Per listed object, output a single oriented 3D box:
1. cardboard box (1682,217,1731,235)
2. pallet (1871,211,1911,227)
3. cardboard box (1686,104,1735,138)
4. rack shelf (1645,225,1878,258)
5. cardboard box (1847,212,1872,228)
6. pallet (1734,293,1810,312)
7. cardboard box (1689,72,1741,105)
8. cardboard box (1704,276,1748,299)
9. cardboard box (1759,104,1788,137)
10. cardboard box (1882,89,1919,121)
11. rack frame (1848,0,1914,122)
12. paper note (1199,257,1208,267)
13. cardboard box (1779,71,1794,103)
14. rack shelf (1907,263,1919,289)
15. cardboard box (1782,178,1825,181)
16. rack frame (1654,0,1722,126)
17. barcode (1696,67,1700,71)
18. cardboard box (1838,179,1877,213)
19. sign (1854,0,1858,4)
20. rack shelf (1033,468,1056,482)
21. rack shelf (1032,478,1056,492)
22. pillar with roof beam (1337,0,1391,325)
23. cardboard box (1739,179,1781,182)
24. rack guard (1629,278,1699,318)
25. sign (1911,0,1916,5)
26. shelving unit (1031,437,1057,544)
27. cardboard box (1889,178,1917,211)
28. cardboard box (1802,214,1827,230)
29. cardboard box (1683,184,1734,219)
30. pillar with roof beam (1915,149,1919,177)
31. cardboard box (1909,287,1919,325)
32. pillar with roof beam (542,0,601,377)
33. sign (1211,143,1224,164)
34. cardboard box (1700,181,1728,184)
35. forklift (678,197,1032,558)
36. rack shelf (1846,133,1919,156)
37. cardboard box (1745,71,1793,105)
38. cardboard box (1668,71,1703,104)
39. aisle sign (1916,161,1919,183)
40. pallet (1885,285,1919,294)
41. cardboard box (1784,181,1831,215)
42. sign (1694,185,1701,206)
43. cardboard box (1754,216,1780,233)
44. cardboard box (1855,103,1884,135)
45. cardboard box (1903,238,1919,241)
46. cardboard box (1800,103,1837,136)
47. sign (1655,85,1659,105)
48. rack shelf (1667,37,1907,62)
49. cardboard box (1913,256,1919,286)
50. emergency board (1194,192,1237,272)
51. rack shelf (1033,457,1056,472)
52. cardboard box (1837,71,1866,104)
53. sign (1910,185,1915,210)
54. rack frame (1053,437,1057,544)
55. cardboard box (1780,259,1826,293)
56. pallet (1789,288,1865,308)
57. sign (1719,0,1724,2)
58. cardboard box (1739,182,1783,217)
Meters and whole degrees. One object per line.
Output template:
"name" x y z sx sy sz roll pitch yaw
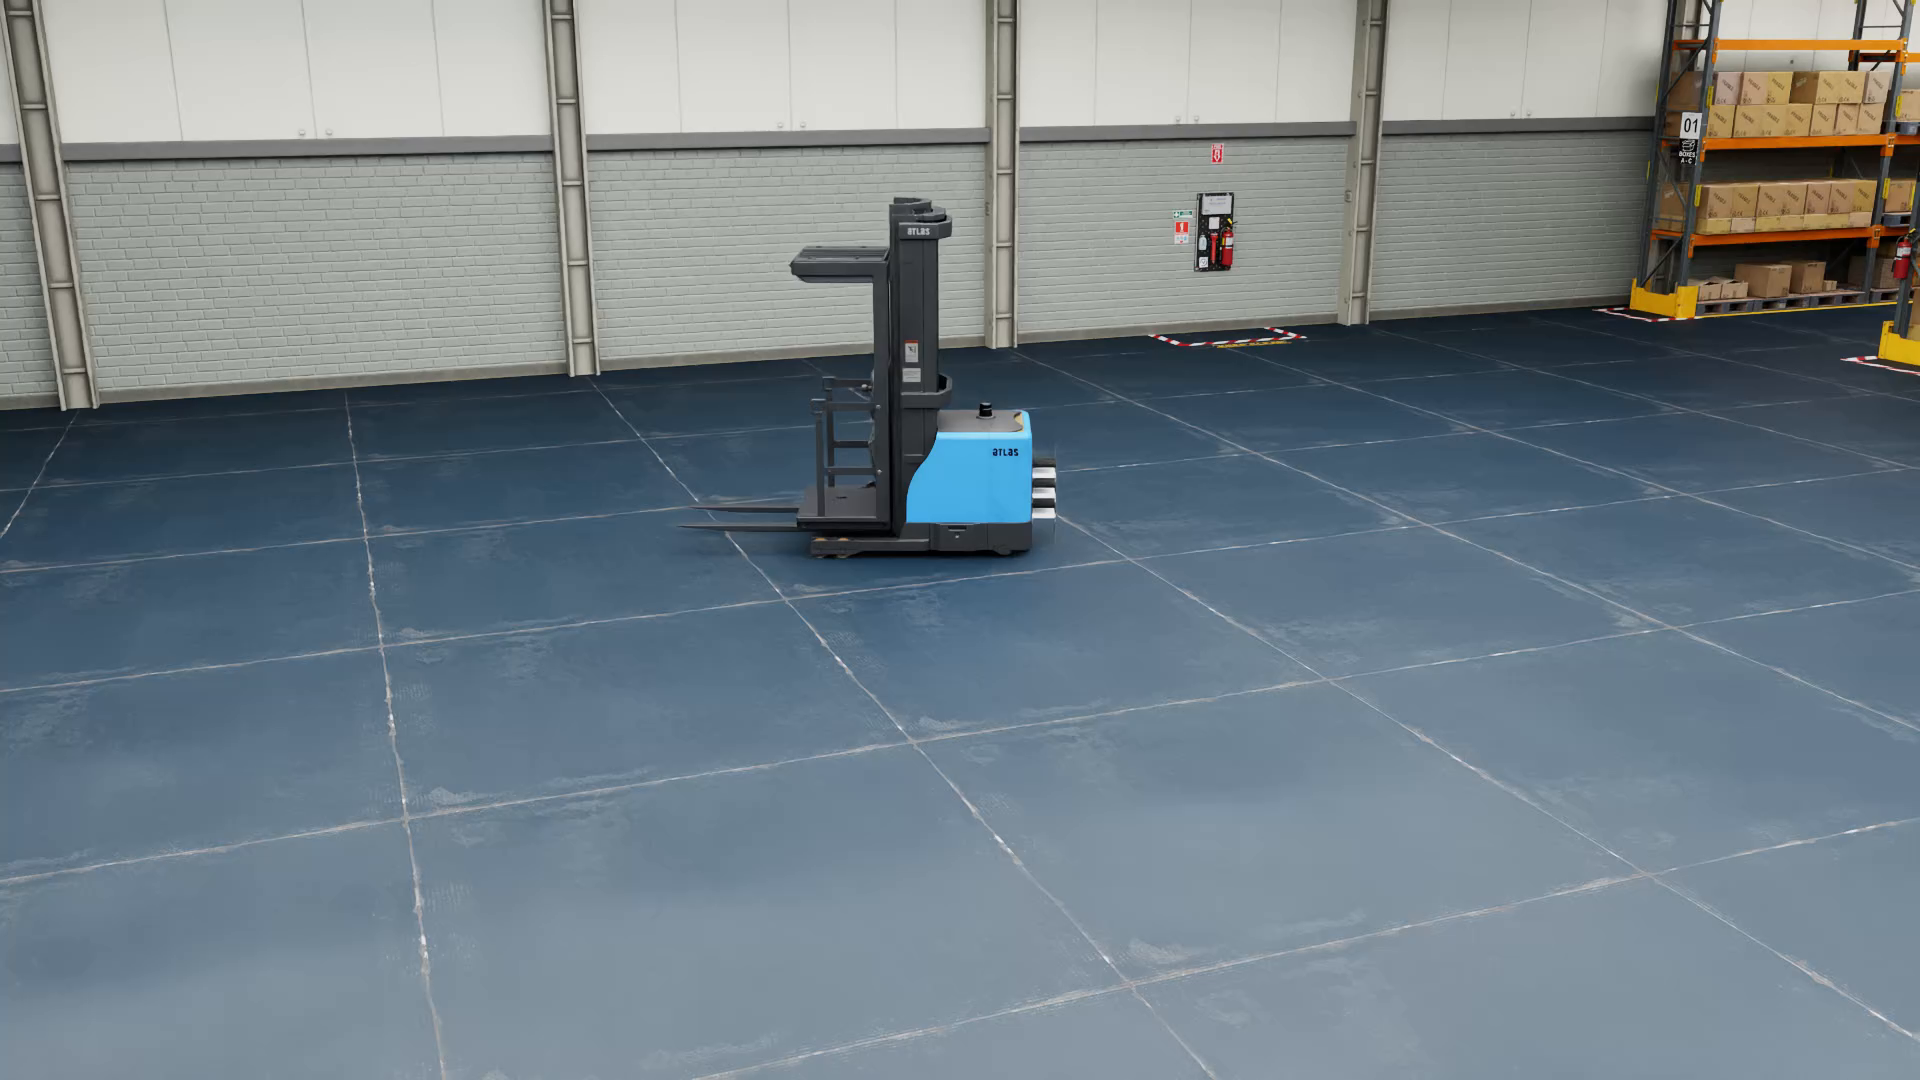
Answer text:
"cardboard box" 12.025 -5.071 26.774 0.500 0.250 0.500 -7 18 -22
"pallet" 15.956 -5.518 28.405 1.213 0.211 1.003 -6 17 -20
"cardboard box" 11.857 -6.633 26.324 0.500 0.500 0.500 -6 17 -19
"rack shelf" 13.323 -5.024 27.661 4.000 0.370 1.077 -6 17 -20
"cardboard box" 14.857 -5.381 27.830 0.500 0.250 0.500 -6 17 -20
"pallet" 13.435 -4.032 27.954 1.213 0.211 1.003 -6 17 -20
"cardboard box" 11.902 -7.119 26.207 0.500 0.500 0.500 -8 18 -24
"cardboard box" 12.666 -4.192 27.542 0.500 0.311 0.500 -5 17 -15
"cardboard box" 12.855 -6.731 26.658 0.500 0.500 0.500 -5 17 -18
"cardboard box" 15.730 -7.294 27.866 0.500 0.500 0.500 -4 17 -12
"rack frame" 15.191 -8.450 27.401 0.127 3.000 1.000 -6 17 -20
"paper note" 3.686 -4.200 25.139 0.142 0.148 0.016 -6 17 -20
"cardboard box" 13.211 -7.407 27.187 0.500 0.500 0.500 -6 17 -20
"rack shelf" 15.099 -3.721 23.224 4.000 0.370 1.077 -6 17 -20
"cardboard box" 14.193 -5.825 28.010 0.500 0.500 0.500 -6 17 -20
"rack frame" 11.455 -8.046 26.027 0.127 3.000 1.000 -6 17 -20
"barcode" 11.940 -7.626 26.902 0.075 0.075 0.001 -6 17 -20
"cardboard box" 14.860 -5.740 27.719 0.500 0.500 0.500 -6 17 -20
"sign" 14.987 -9.119 27.742 0.005 0.325 0.100 -6 17 -20
"rack shelf" 0.726 -0.569 14.417 0.200 0.077 0.258 0 16 1
"rack shelf" 0.726 -0.482 14.443 0.200 0.077 0.258 0 16 1
"pillar with roof beam" 7.737 -6.607 21.126 0.400 9.000 9.100 -6 17 -20
"cardboard box" 13.245 -5.721 27.656 0.500 0.500 0.500 -6 17 -19
"rack guard" 11.526 -3.976 27.251 0.348 0.500 1.175 -6 17 -20
"sign" 15.368 -8.791 26.765 0.005 0.325 0.100 -6 17 -20
"shelving unit" 0.726 -0.428 14.459 0.210 0.900 0.258 0 16 1
"cardboard box" 16.202 -5.927 28.499 0.500 0.500 0.700 -4 17 -14
"cardboard box" 13.924 -5.278 27.480 0.500 0.250 0.500 -6 17 -20
"cardboard box" 12.009 -5.434 26.680 0.500 0.500 0.500 -6 17 -20
"pillar with roof beam" 18.943 -7.817 25.246 0.400 9.000 9.100 -6 17 -20
"cardboard box" 13.626 -3.239 23.109 0.500 0.500 0.500 -6 17 -20
"pillar with roof beam" -3.468 -5.397 17.006 0.400 9.000 9.100 -6 17 -20
"sign" 3.832 -5.760 24.774 0.199 0.298 0.001 -6 17 -20
"cardboard box" 12.293 -5.617 27.302 0.500 0.500 0.500 -6 17 -19
"forklift" -0.897 -1.402 14.172 3.031 2.935 1.130 0 16 1
"rack shelf" 17.058 -6.867 28.611 4.000 0.370 1.077 -6 17 -20
"cardboard box" 12.863 -7.211 26.520 0.500 0.500 0.500 -6 17 -19
"cardboard box" 11.765 -7.257 26.674 0.500 0.500 0.500 -5 17 -18
"aisle sign" 13.065 -5.183 22.310 0.004 0.787 0.394 -6 17 -20
"pallet" 17.058 -4.436 29.330 1.213 0.211 1.003 -6 17 -20
"cardboard box" 13.922 -5.640 27.379 0.500 0.500 0.500 -7 18 -22
"sign" 11.650 -5.440 26.265 0.005 0.325 0.100 -6 17 -20
"cardboard box" 12.982 -5.177 27.135 0.500 0.250 0.500 -6 18 -21
"cardboard box" 14.805 -6.952 27.411 0.500 0.500 0.500 -6 17 -19
"cardboard box" 16.766 -5.120 29.034 0.500 0.250 0.500 -7 18 -22
"cardboard box" 13.827 -6.838 27.025 0.500 0.500 0.500 -7 18 -22
"sign" 11.276 -7.180 26.829 0.005 0.325 0.100 -6 17 -20
"rack shelf" 13.323 -7.901 26.816 4.000 0.370 1.077 -6 17 -20
"cardboard box" 16.337 -4.727 29.026 0.500 0.500 0.700 -7 18 -21
"emergency board" 3.876 -4.622 25.014 0.643 1.169 0.194 -6 17 -20
"rack shelf" 0.726 -0.655 14.392 0.200 0.077 0.258 0 16 1
"cardboard box" 14.309 -7.367 27.052 0.500 0.500 0.500 -5 17 -17
"sign" 13.050 -4.678 22.730 0.005 0.325 0.100 -6 17 -20
"rack frame" 0.828 -0.428 14.458 0.006 0.900 0.240 0 16 1
"cardboard box" 14.236 -4.468 28.144 0.500 0.500 0.500 -8 18 -24
"pallet" 14.576 -4.156 28.377 1.213 0.211 1.003 -6 17 -20
"sign" 11.650 -8.390 25.398 0.005 0.325 0.100 -6 17 -20
"cardboard box" 12.959 -5.532 27.012 0.500 0.500 0.500 -7 18 -22
